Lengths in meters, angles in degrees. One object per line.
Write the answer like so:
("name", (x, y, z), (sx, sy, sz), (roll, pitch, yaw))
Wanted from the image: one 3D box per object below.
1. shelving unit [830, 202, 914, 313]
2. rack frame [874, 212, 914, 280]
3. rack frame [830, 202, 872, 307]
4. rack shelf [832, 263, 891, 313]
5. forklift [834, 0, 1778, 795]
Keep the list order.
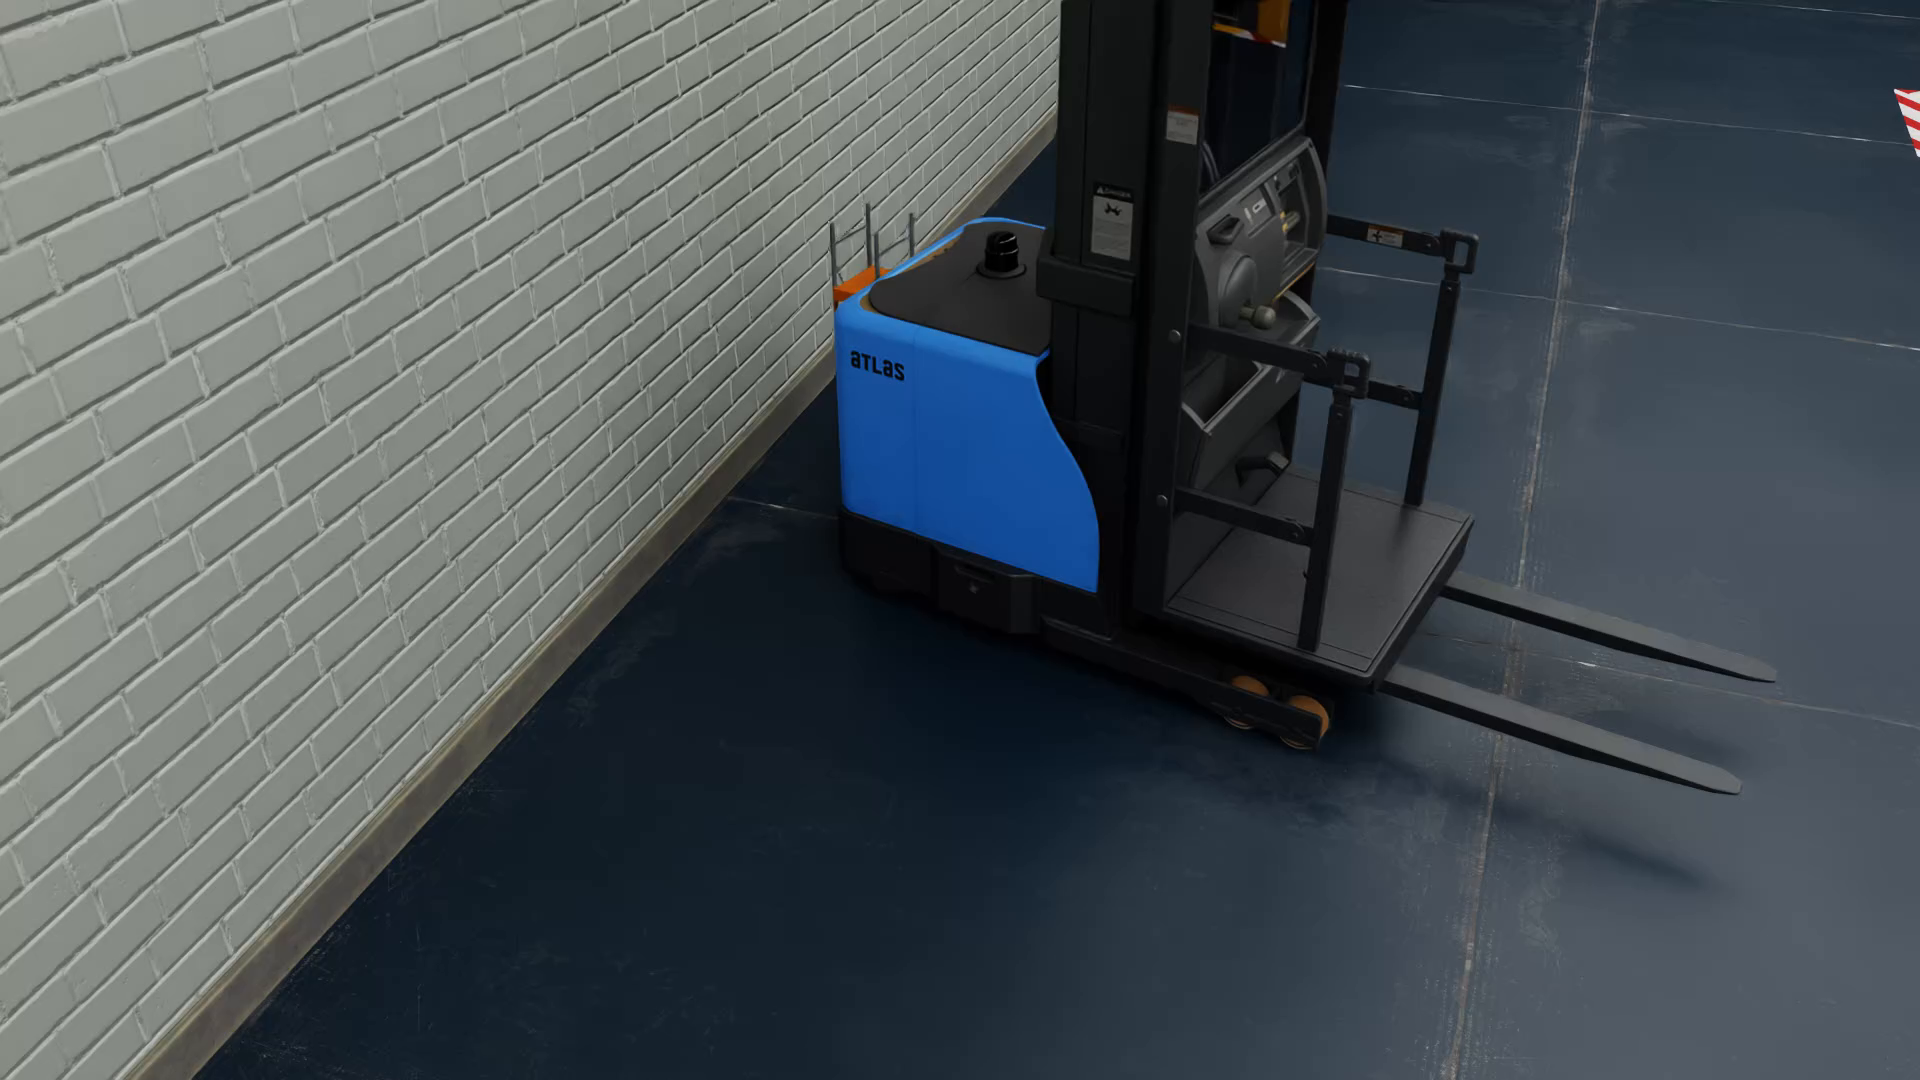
("shelving unit", (-0.306, -0.613, 6.093), (0.189, 1.200, 0.258), (18, 37, 26))
("rack frame", (-0.227, -0.587, 6.053), (0.006, 1.200, 0.240), (18, 37, 26))
("rack frame", (-0.384, -0.639, 6.133), (0.006, 1.200, 0.240), (18, 37, 26))
("rack shelf", (-0.306, -0.878, 5.922), (0.180, 0.103, 0.258), (18, 37, 26))
("forklift", (1.093, -0.904, 4.948), (3.031, 2.935, 1.130), (18, 37, 26))
